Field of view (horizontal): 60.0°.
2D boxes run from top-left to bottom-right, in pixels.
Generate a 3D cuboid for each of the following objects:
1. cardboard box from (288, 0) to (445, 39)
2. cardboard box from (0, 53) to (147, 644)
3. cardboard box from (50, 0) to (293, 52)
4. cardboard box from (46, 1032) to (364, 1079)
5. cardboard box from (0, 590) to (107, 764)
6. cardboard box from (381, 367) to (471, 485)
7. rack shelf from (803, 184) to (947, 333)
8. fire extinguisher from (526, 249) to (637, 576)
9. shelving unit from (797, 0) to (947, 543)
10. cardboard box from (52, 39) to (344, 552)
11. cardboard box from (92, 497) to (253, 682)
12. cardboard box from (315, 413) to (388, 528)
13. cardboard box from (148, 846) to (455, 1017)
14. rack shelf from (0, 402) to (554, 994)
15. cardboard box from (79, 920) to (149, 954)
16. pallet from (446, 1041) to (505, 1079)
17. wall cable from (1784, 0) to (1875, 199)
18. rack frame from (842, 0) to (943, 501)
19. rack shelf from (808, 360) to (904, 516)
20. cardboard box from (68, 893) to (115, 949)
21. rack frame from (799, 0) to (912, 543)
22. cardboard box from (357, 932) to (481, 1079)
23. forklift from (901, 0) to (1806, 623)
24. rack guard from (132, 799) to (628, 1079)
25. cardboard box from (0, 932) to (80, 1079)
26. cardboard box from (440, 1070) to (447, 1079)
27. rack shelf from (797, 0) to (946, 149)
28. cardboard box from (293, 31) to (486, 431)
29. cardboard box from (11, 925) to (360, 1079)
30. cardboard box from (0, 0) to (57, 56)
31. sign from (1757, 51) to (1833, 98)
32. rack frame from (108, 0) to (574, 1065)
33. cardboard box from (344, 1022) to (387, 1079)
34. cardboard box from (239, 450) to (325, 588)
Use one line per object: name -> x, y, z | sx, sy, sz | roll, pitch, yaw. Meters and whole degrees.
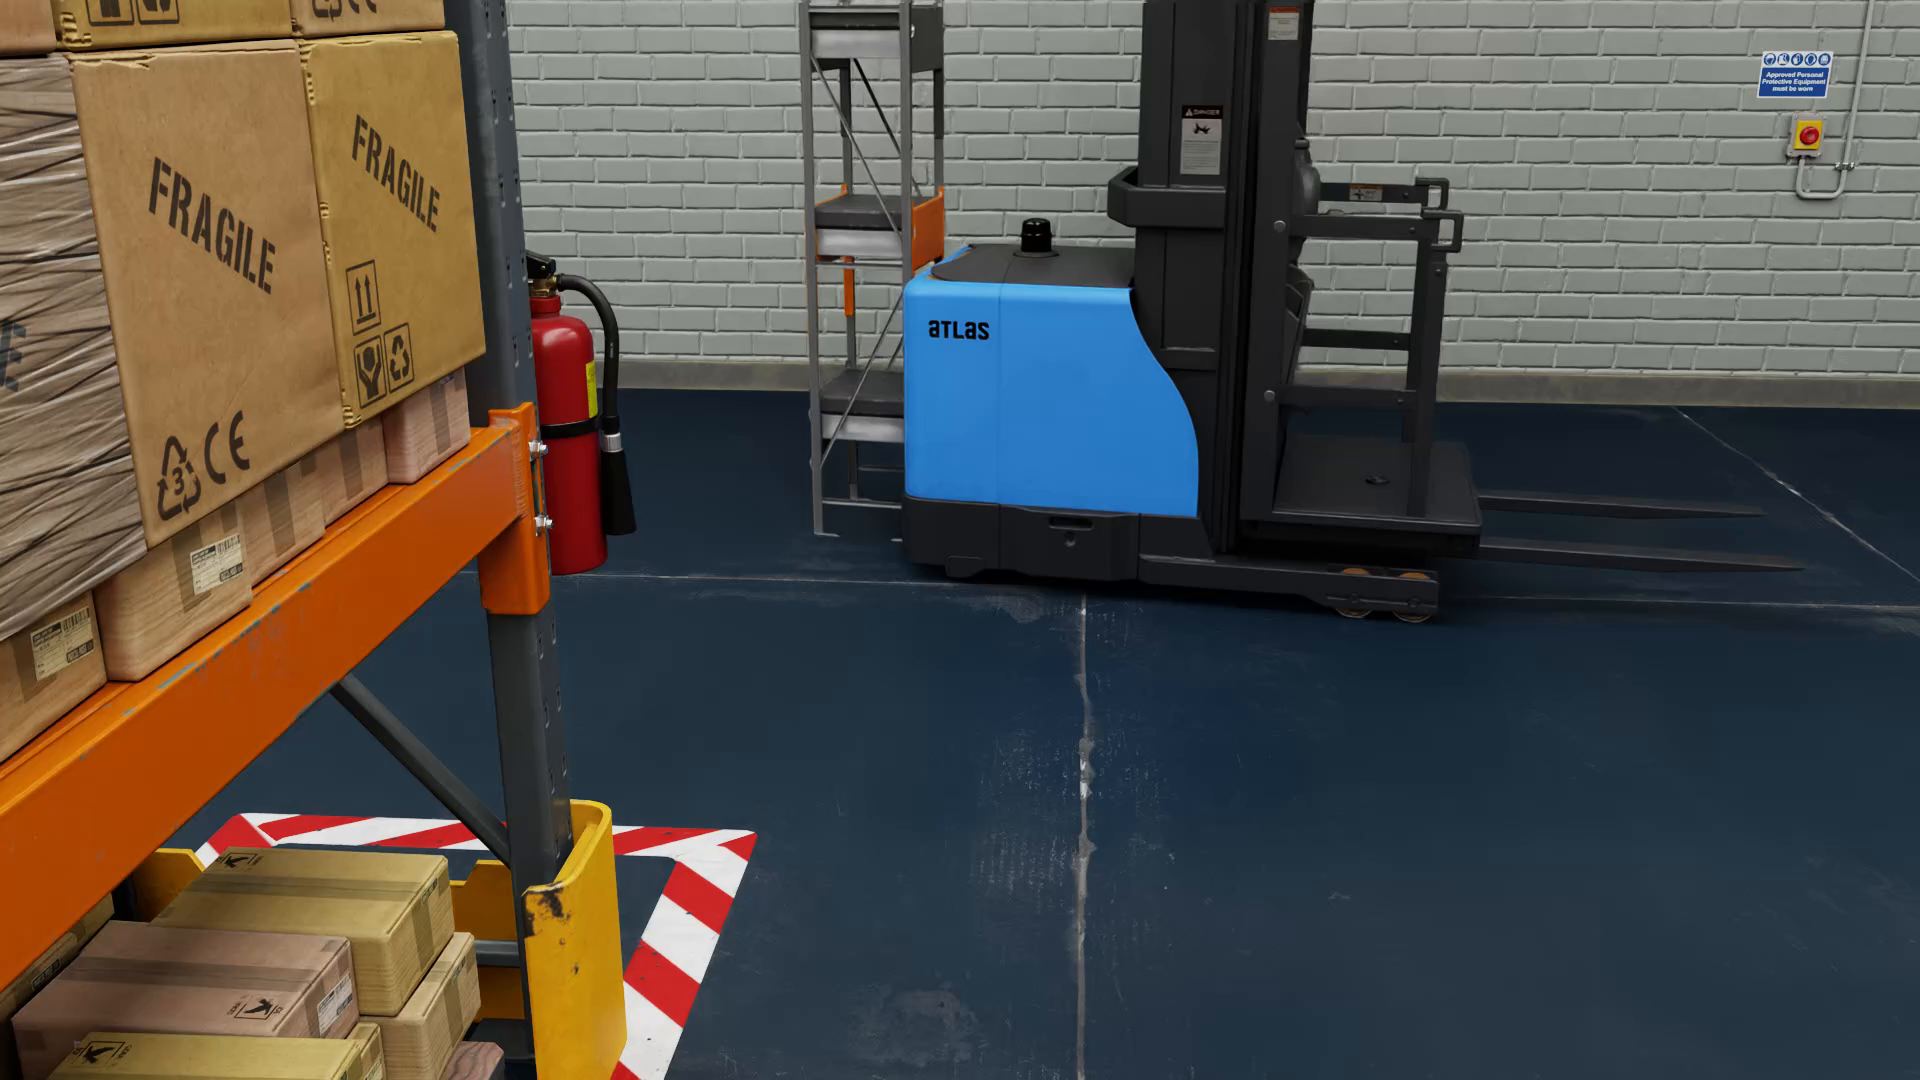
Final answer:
cardboard box -> -1.042, -0.938, 2.224 | 0.500, 0.500, 0.500 | 1, 18, 3
cardboard box -> -1.101, -0.148, 1.418 | 0.500, 0.500, 0.500 | 1, 18, 4
cardboard box -> -1.078, -0.781, 1.744 | 0.500, 0.500, 0.500 | 1, 18, 2
cardboard box -> -1.009, 0.781, 2.171 | 0.380, 0.149, 0.250 | 1, 18, 3
cardboard box -> -1.100, 0.121, 1.640 | 0.380, 0.149, 0.250 | 0, 18, 1
cardboard box -> -0.999, -0.195, 2.603 | 0.380, 0.149, 0.250 | 1, 18, 4
rack shelf -> -0.316, -1.062, 6.336 | 0.431, 0.518, 0.480 | 4, 19, 12
fire extinguisher -> -0.779, -0.276, 3.170 | 0.296, 0.674, 0.183 | 1, 18, 4
shelving unit -> -0.316, -1.075, 6.332 | 0.431, 2.100, 0.503 | 4, 19, 12
cardboard box -> -1.075, -0.305, 1.899 | 0.500, 0.500, 0.500 | 1, 18, 3
cardboard box -> -1.052, 0.040, 1.888 | 0.380, 0.149, 0.250 | 2, 18, 5
cardboard box -> -1.054, -0.118, 2.370 | 0.380, 0.149, 0.250 | 1, 18, 4
cardboard box -> -1.042, 0.621, 2.659 | 0.380, 0.149, 0.250 | 1, 18, 5
rack shelf -> -1.400, 0.541, 1.109 | 1.077, 0.370, 4.000 | 1, 18, 4
cardboard box -> -1.551, 0.749, 2.745 | 0.380, 0.149, 0.250 | 2, 18, 6
pallet -> -1.356, 1.179, 2.487 | 1.003, 0.211, 1.213 | 1, 18, 4
wall cable -> 4.068, -2.592, 7.834 | 0.585, 1.953, 0.123 | 1, 18, 4
rack frame -> -0.260, -1.149, 6.558 | 0.400, 2.100, 0.015 | 4, 19, 12
rack shelf -> -0.316, -0.397, 6.554 | 0.431, 0.518, 0.480 | 4, 19, 12
cardboard box -> -1.634, 0.606, 2.705 | 0.380, 0.149, 0.250 | 0, 18, 1
rack frame -> -0.371, -1.001, 6.106 | 0.400, 2.100, 0.015 | 4, 19, 12
cardboard box -> -1.010, 0.763, 2.705 | 0.380, 0.149, 0.250 | 1, 18, 2
forklift -> 1.363, -1.297, 5.676 | 3.031, 2.935, 1.130 | 4, 19, 12
rack guard -> -1.263, 0.790, 3.210 | 1.175, 0.500, 0.348 | 1, 18, 4
cardboard box -> -1.533, 0.694, 2.435 | 0.380, 0.149, 0.250 | 2, 18, 5
cardboard box -> -1.087, 0.902, 2.758 | 0.380, 0.149, 0.250 | 2, 18, 5
rack shelf -> -0.316, -1.727, 6.118 | 0.431, 0.518, 0.480 | 4, 19, 12
cardboard box -> -1.033, -0.465, 2.387 | 0.500, 0.500, 0.500 | 2, 18, 5
cardboard box -> -1.118, 0.698, 2.425 | 0.380, 0.149, 0.250 | 2, 18, 5
cardboard box -> -1.106, -0.619, 1.250 | 0.500, 0.500, 0.500 | 2, 18, 7
sign -> 4.025, -2.243, 8.016 | 0.327, 0.218, 0.001 | 1, 18, 4
rack frame -> -1.257, -0.422, 2.892 | 1.000, 3.000, 0.127 | 1, 18, 4
cardboard box -> -1.083, 0.843, 2.461 | 0.380, 0.149, 0.250 | 1, 18, 3
cardboard box -> -1.057, -0.040, 2.131 | 0.380, 0.149, 0.250 | 1, 18, 3
